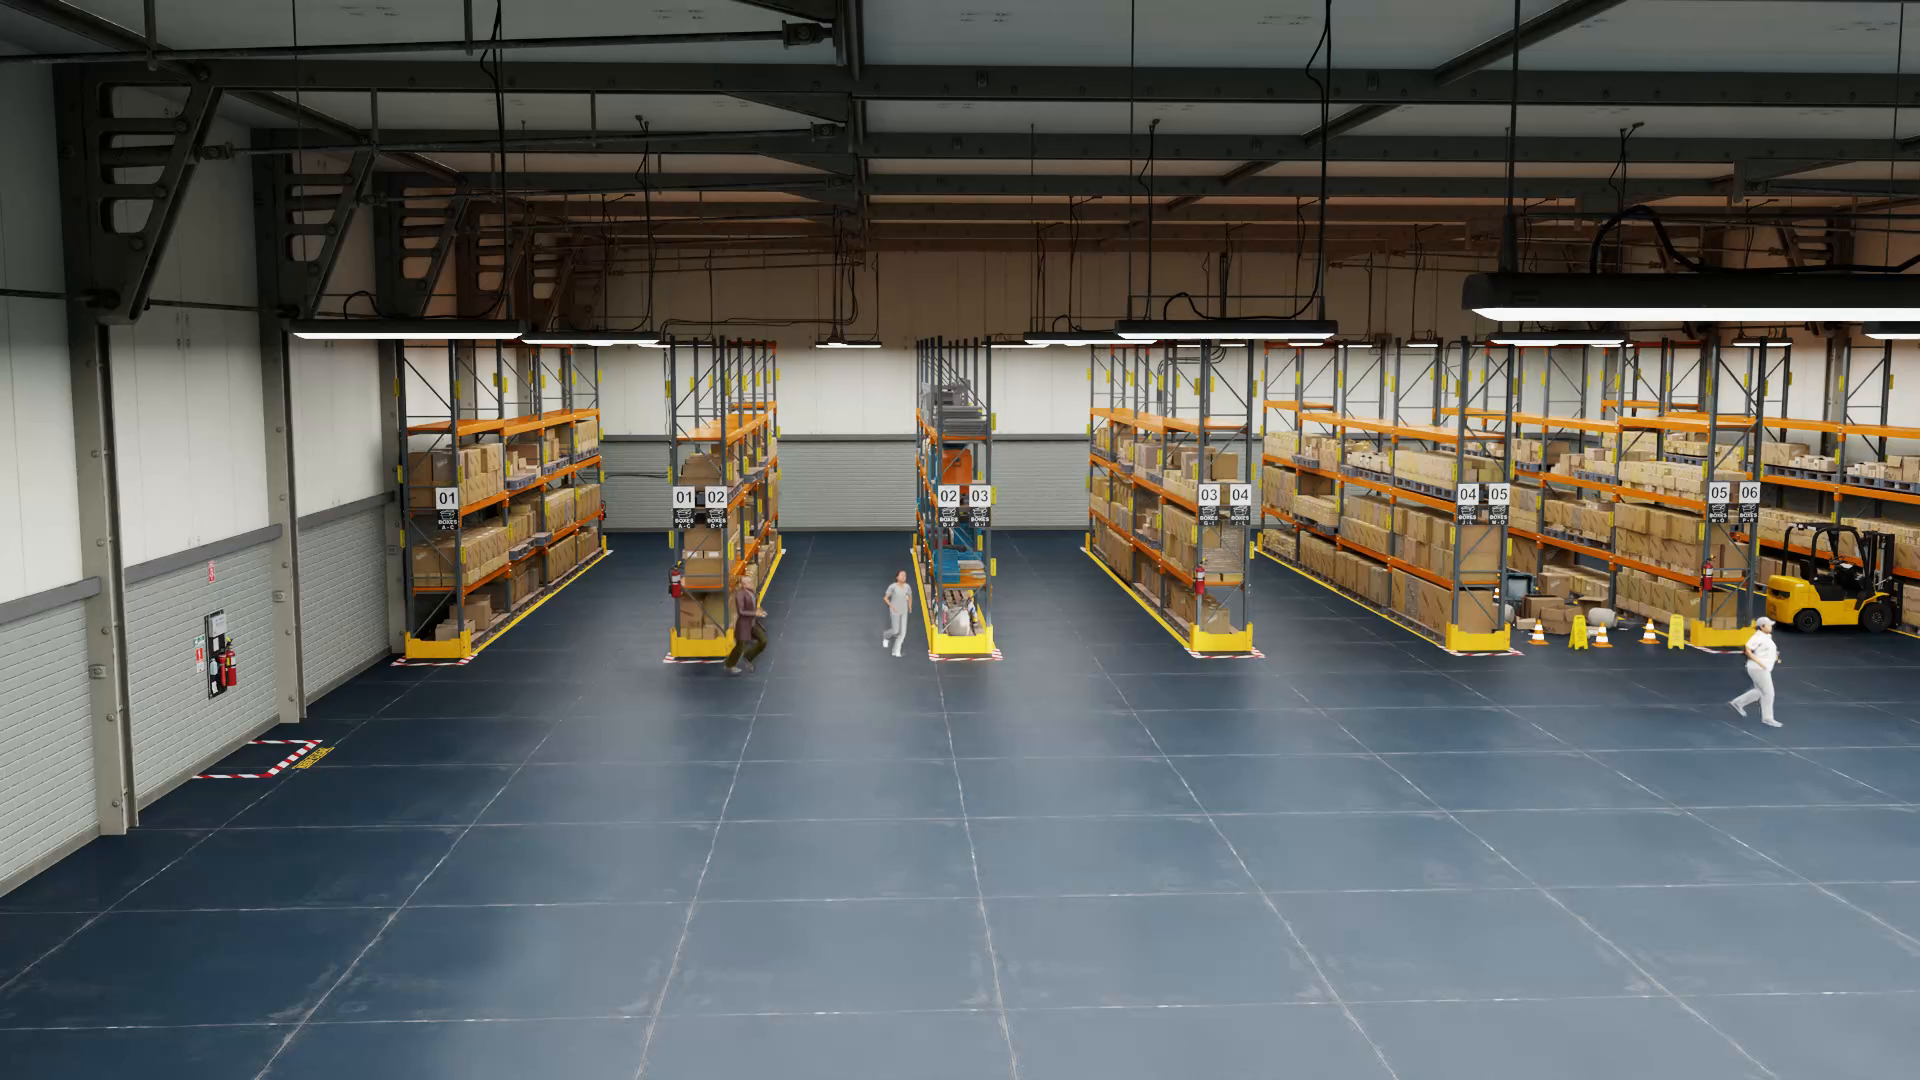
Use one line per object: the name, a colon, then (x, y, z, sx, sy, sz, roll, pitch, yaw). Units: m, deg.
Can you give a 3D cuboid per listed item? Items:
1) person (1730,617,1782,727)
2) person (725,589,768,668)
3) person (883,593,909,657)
person: (12.300, 2.006, 25.609, 0.755, 1.672, 0.583, 5, 8, 35)
person: (-3.795, 1.554, 29.462, 0.755, 1.451, 0.728, 4, 7, 29)
person: (-1.190, 1.574, 31.382, 0.357, 1.197, 0.675, -4, 7, -30)
